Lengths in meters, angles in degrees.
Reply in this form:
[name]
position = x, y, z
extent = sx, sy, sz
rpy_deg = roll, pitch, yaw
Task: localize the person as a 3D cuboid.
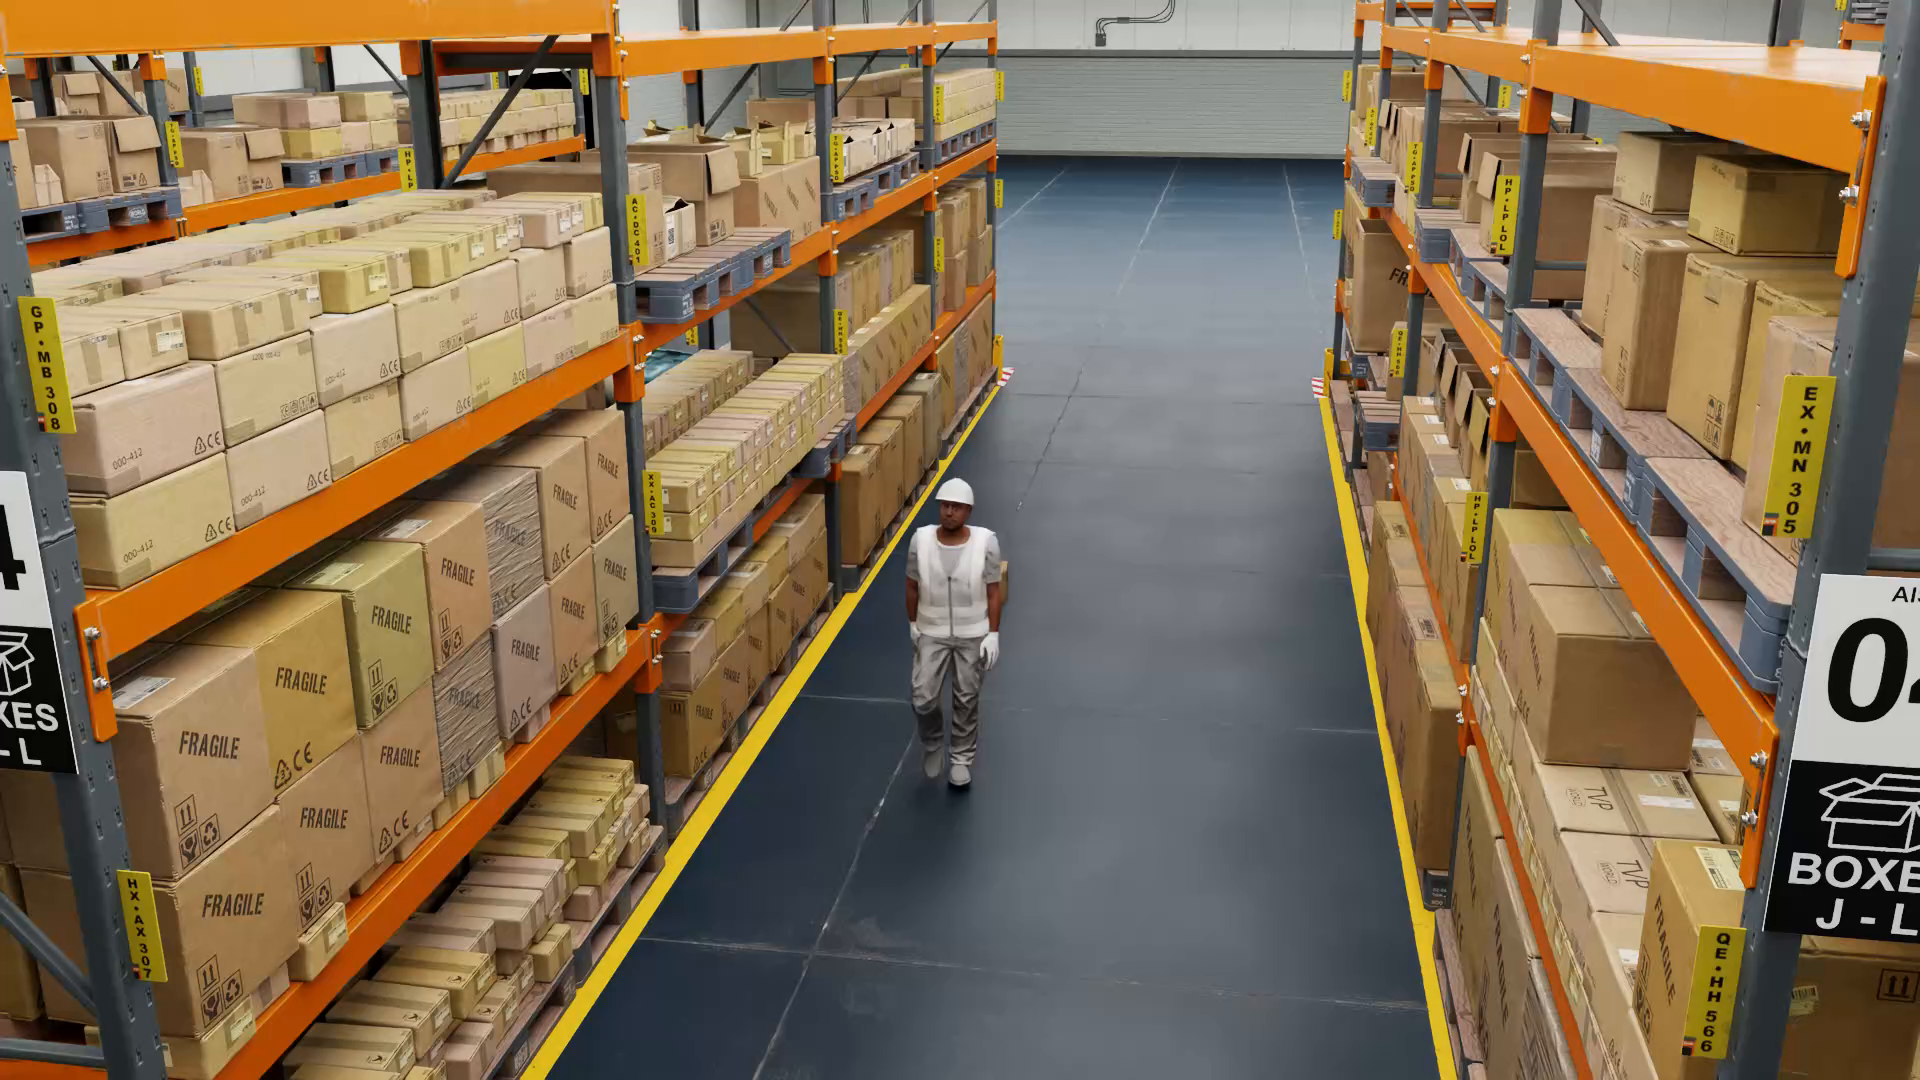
[person]
position = -0.041, 0.543, 9.266
extent = 0.545, 1.791, 0.446
rpy_deg = 1, 18, 3
